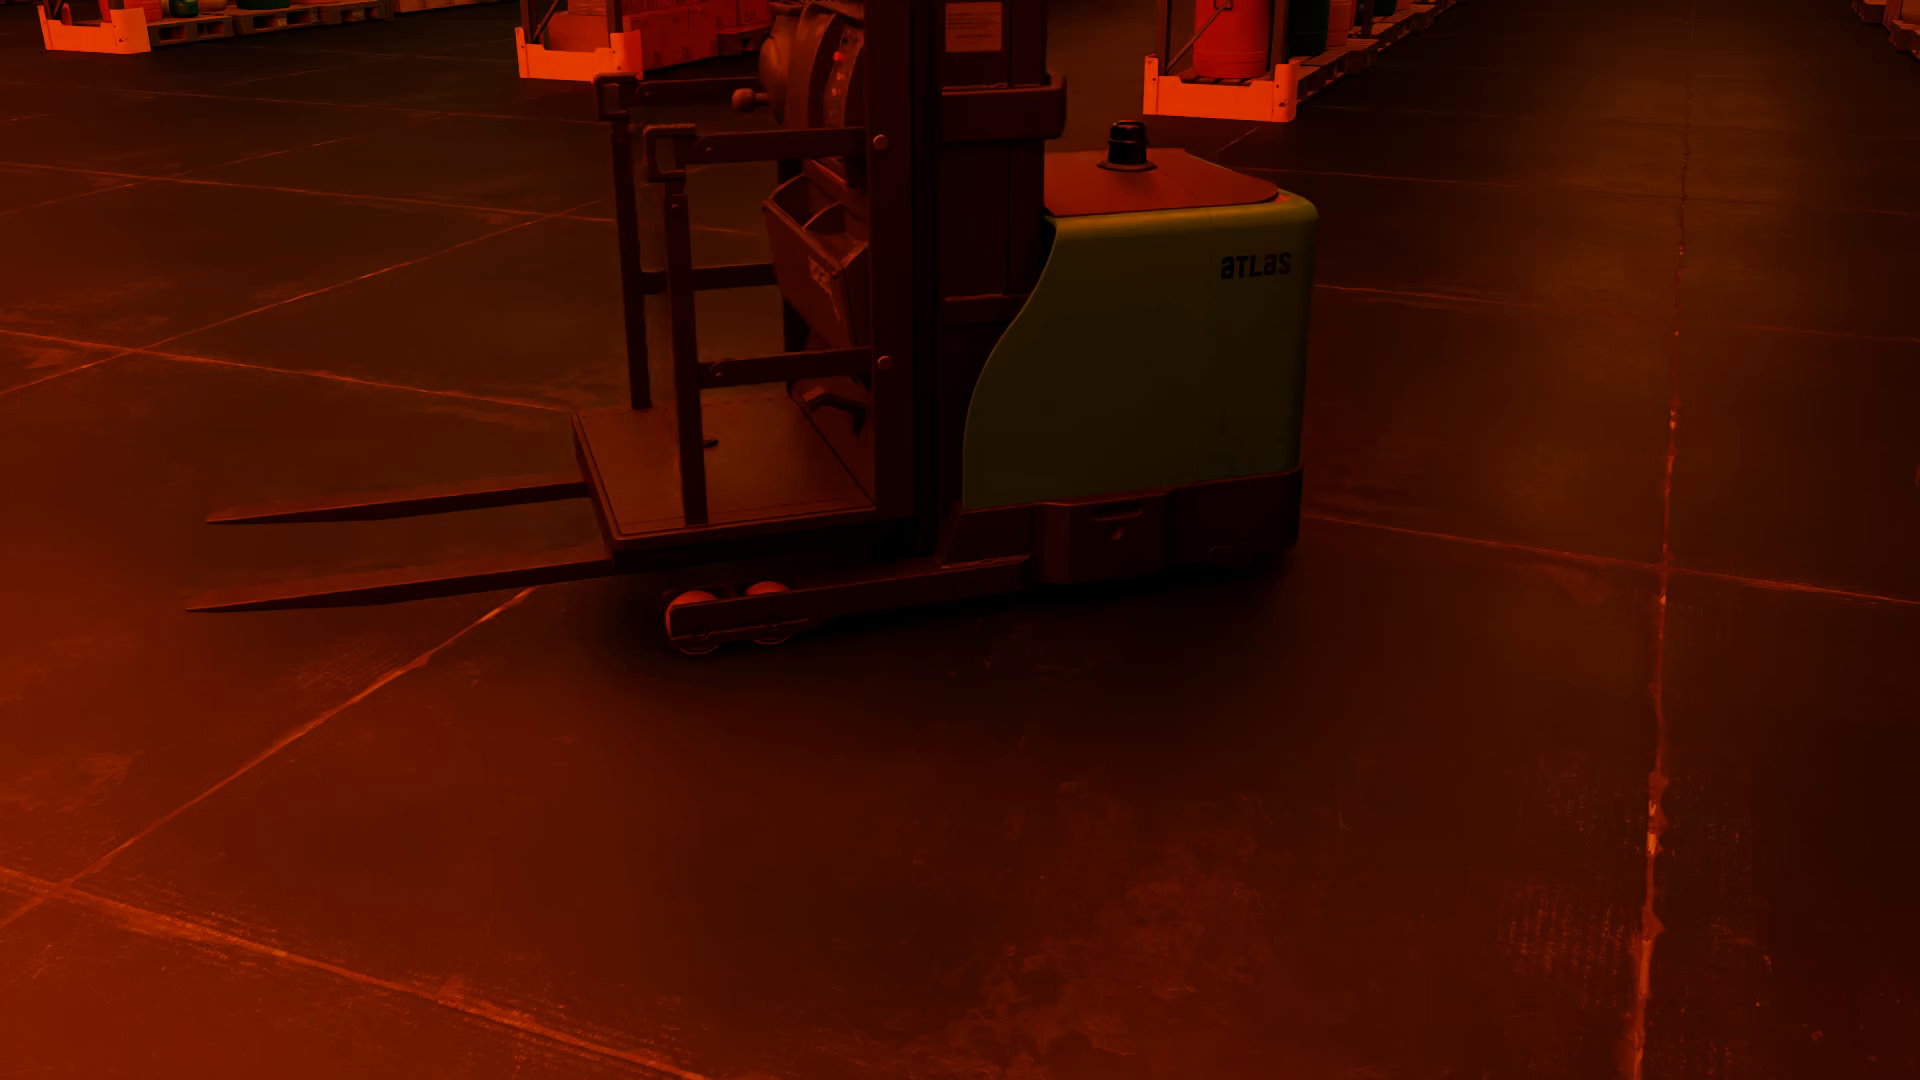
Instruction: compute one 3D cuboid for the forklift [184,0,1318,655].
[{"bbox_3d":[-0.580,-1.278,4.349,3.031,2.935,1.130,-7,24,-17],"label":"forklift"}]
